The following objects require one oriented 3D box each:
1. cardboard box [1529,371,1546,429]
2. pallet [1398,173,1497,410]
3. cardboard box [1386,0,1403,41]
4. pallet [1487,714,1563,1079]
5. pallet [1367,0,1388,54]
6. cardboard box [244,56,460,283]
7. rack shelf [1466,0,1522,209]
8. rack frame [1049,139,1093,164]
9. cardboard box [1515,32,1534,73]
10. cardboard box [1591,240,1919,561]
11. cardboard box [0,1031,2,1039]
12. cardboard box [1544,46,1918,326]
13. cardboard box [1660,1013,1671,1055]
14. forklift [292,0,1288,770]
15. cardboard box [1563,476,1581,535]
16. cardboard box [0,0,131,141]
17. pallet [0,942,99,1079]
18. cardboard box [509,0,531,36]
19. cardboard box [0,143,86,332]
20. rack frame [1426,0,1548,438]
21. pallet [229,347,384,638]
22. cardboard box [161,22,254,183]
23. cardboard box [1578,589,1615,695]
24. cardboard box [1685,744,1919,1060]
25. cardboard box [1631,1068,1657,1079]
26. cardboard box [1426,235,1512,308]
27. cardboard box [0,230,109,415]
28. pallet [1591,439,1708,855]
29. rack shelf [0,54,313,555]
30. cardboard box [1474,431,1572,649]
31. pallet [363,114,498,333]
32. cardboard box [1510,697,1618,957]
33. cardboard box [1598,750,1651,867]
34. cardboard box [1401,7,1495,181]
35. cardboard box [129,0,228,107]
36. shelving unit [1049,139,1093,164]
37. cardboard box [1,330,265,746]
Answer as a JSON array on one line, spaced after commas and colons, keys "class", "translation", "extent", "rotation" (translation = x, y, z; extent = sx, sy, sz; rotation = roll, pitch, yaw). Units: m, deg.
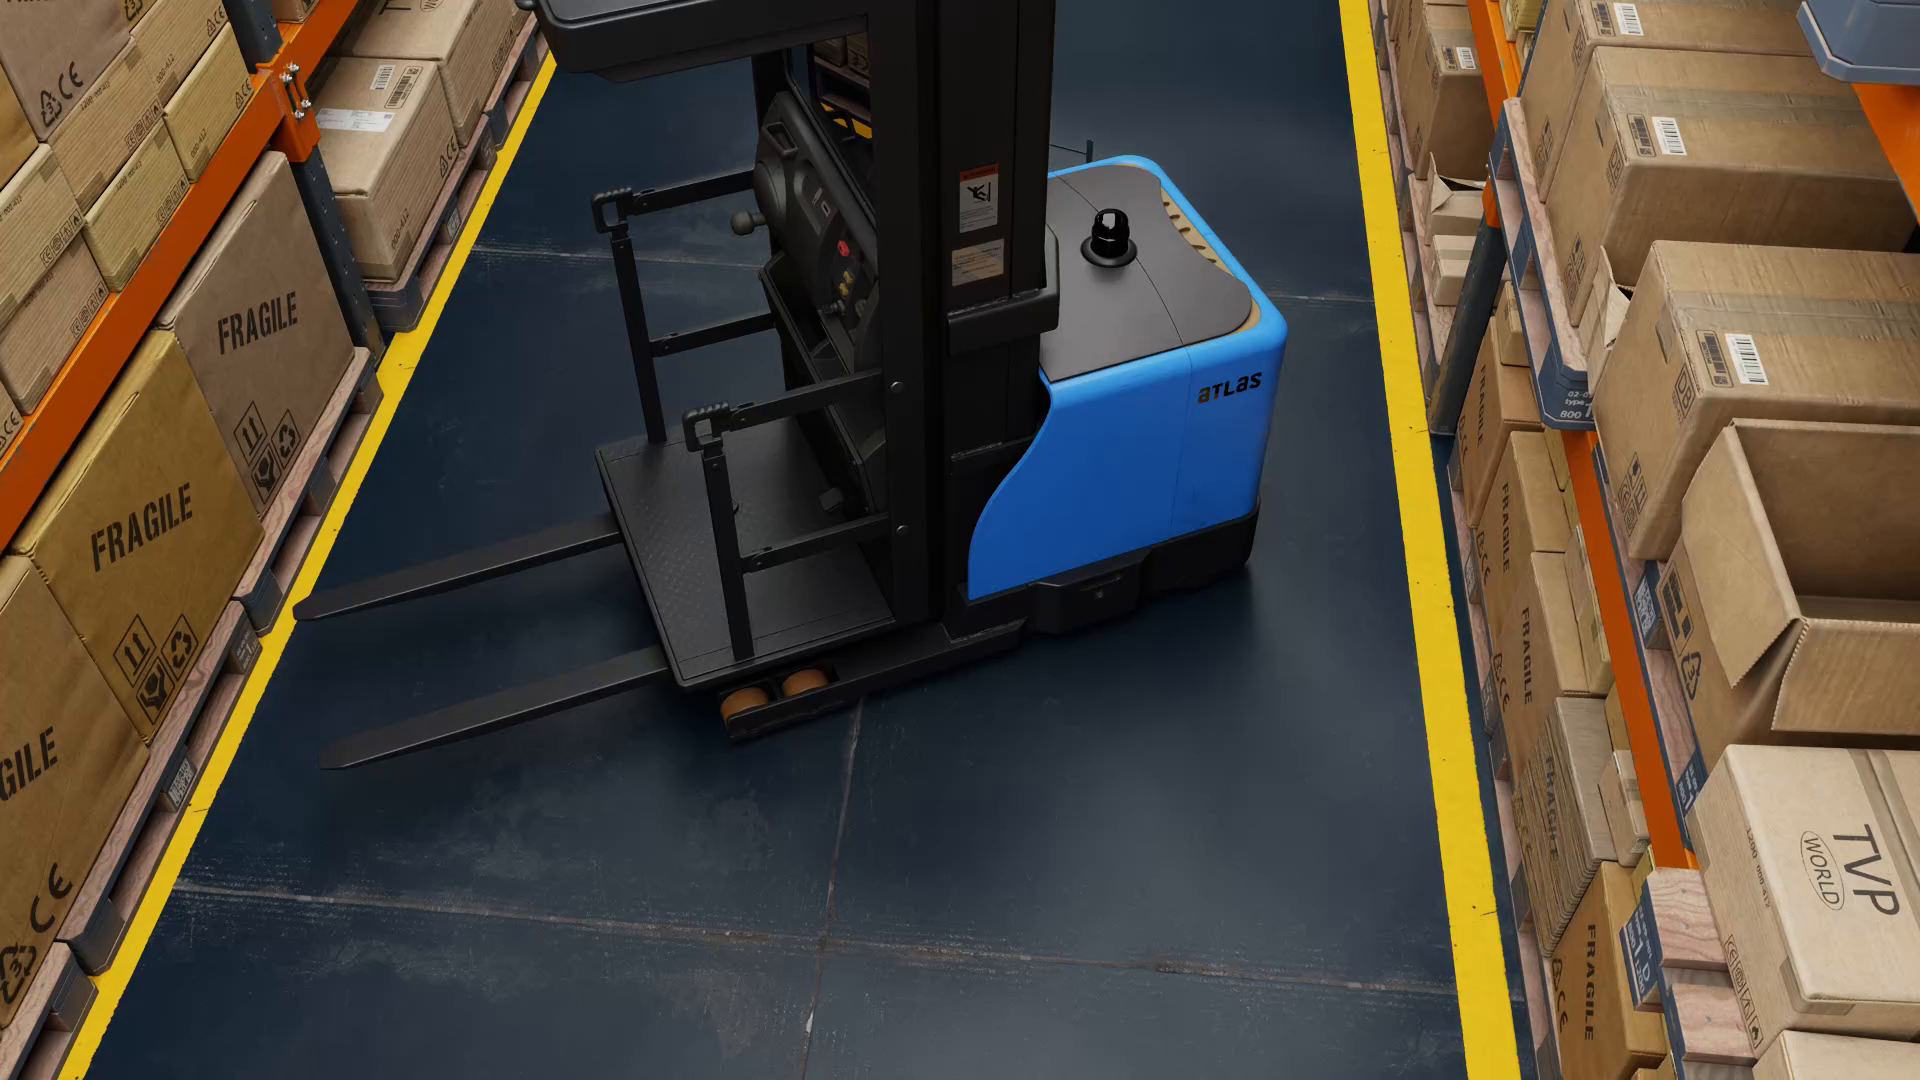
[{"class": "cardboard box", "translation": [1.980, -0.469, 5.116], "extent": [0.380, 0.149, 0.250], "rotation": [3, 48, 2]}, {"class": "pallet", "translation": [2.289, -0.970, 6.494], "extent": [1.003, 0.211, 1.213], "rotation": [4, 48, 4]}, {"class": "cardboard box", "translation": [2.323, -2.576, 7.482], "extent": [0.700, 0.500, 0.500], "rotation": [6, 48, 5]}, {"class": "pallet", "translation": [2.080, 1.034, 4.662], "extent": [1.003, 0.211, 1.213], "rotation": [4, 48, 4]}, {"class": "pallet", "translation": [2.511, -2.763, 8.134], "extent": [1.003, 0.211, 1.213], "rotation": [4, 48, 4]}, {"class": "cardboard box", "translation": [-2.554, -1.469, 6.513], "extent": [0.875, 0.438, 0.875], "rotation": [3, 48, 3]}, {"class": "rack shelf", "translation": [2.408, -2.634, 6.614], "extent": [1.077, 0.370, 4.000], "rotation": [4, 48, 4]}, {"class": "rack frame", "translation": [0.355, -1.127, 6.171], "extent": [0.240, 0.900, 0.006], "rotation": [18, 50, 16]}, {"class": "cardboard box", "translation": [2.003, -1.573, 5.326], "extent": [0.380, 0.149, 0.250], "rotation": [4, 48, 4]}, {"class": "cardboard box", "translation": [1.840, -0.285, 3.625], "extent": [0.700, 0.500, 0.500], "rotation": [4, 48, 3]}, {"class": "cardboard box", "translation": [-2.937, 1.275, 3.707], "extent": [0.875, 0.875, 0.875], "rotation": [3, 48, 3]}, {"class": "cardboard box", "translation": [1.911, -0.861, 4.153], "extent": [0.700, 0.500, 0.500], "rotation": [4, 48, 4]}, {"class": "cardboard box", "translation": [1.785, 1.051, 3.725], "extent": [0.380, 0.149, 0.250], "rotation": [5, 48, 5]}, {"class": "forklift", "translation": [-0.582, -0.817, 4.511], "extent": [3.031, 2.935, 1.130], "rotation": [-17, 50, -15]}, {"class": "cardboard box", "translation": [1.956, -0.078, 4.758], "extent": [0.380, 0.149, 0.250], "rotation": [3, 48, 3]}, {"class": "cardboard box", "translation": [-2.548, -1.383, 4.237], "extent": [0.500, 0.500, 0.500], "rotation": [5, 48, 4]}, {"class": "pallet", "translation": [-2.936, 1.568, 4.173], "extent": [1.003, 0.211, 1.213], "rotation": [4, 48, 4]}, {"class": "cardboard box", "translation": [-2.389, -2.789, 7.720], "extent": [0.875, 0.438, 0.875], "rotation": [5, 48, 5]}, {"class": "cardboard box", "translation": [-2.595, -0.767, 4.181], "extent": [0.500, 0.250, 0.500], "rotation": [5, 48, 4]}, {"class": "rack frame", "translation": [2.225, -1.407, 5.004], "extent": [1.000, 3.000, 0.127], "rotation": [4, 48, 4]}, {"class": "pallet", "translation": [-2.713, -0.225, 5.812], "extent": [1.003, 0.211, 1.213], "rotation": [4, 48, 4]}, {"class": "cardboard box", "translation": [-2.508, -1.341, 5.045], "extent": [0.500, 0.250, 0.500], "rotation": [3, 48, 3]}, {"class": "cardboard box", "translation": [1.871, 0.286, 4.426], "extent": [0.380, 0.149, 0.250], "rotation": [5, 48, 5]}, {"class": "cardboard box", "translation": [1.635, 0.644, 2.945], "extent": [0.500, 0.250, 0.500], "rotation": [2, 48, 2]}, {"class": "cardboard box", "translation": [1.741, 1.542, 3.716], "extent": [0.500, 0.500, 0.500], "rotation": [3, 48, 3]}, {"class": "cardboard box", "translation": [1.984, -1.016, 6.293], "extent": [0.380, 0.149, 0.250], "rotation": [3, 48, 2]}, {"class": "cardboard box", "translation": [-2.620, -0.597, 4.365], "extent": [0.500, 0.250, 0.500], "rotation": [3, 48, 2]}, {"class": "pallet", "translation": [2.034, 0.168, 3.694], "extent": [1.003, 0.211, 1.213], "rotation": [4, 48, 4]}, {"class": "rack shelf", "translation": [-2.900, -0.025, 4.228], "extent": [1.077, 0.370, 4.000], "rotation": [4, 48, 4]}, {"class": "cardboard box", "translation": [1.919, 0.027, 5.102], "extent": [0.500, 0.500, 0.500], "rotation": [3, 48, 3]}, {"class": "pallet", "translation": [-2.571, -1.350, 6.842], "extent": [1.003, 0.211, 1.213], "rotation": [4, 48, 4]}, {"class": "cardboard box", "translation": [1.815, 0.775, 4.418], "extent": [0.500, 0.500, 0.500], "rotation": [2, 48, 2]}, {"class": "cardboard box", "translation": [1.802, 0.663, 4.081], "extent": [0.380, 0.149, 0.250], "rotation": [2, 48, 2]}, {"class": "cardboard box", "translation": [2.229, -1.813, 6.785], "extent": [0.700, 0.500, 0.500], "rotation": [2, 48, 2]}, {"class": "cardboard box", "translation": [-2.516, -1.516, 4.866], "extent": [0.500, 0.250, 0.500], "rotation": [4, 48, 3]}, {"class": "shelving unit", "translation": [0.313, -1.059, 6.109], "extent": [0.258, 0.900, 0.210], "rotation": [18, 50, 16]}, {"class": "cardboard box", "translation": [-2.769, -0.037, 4.907], "extent": [0.875, 0.875, 0.875], "rotation": [5, 48, 5]}]
